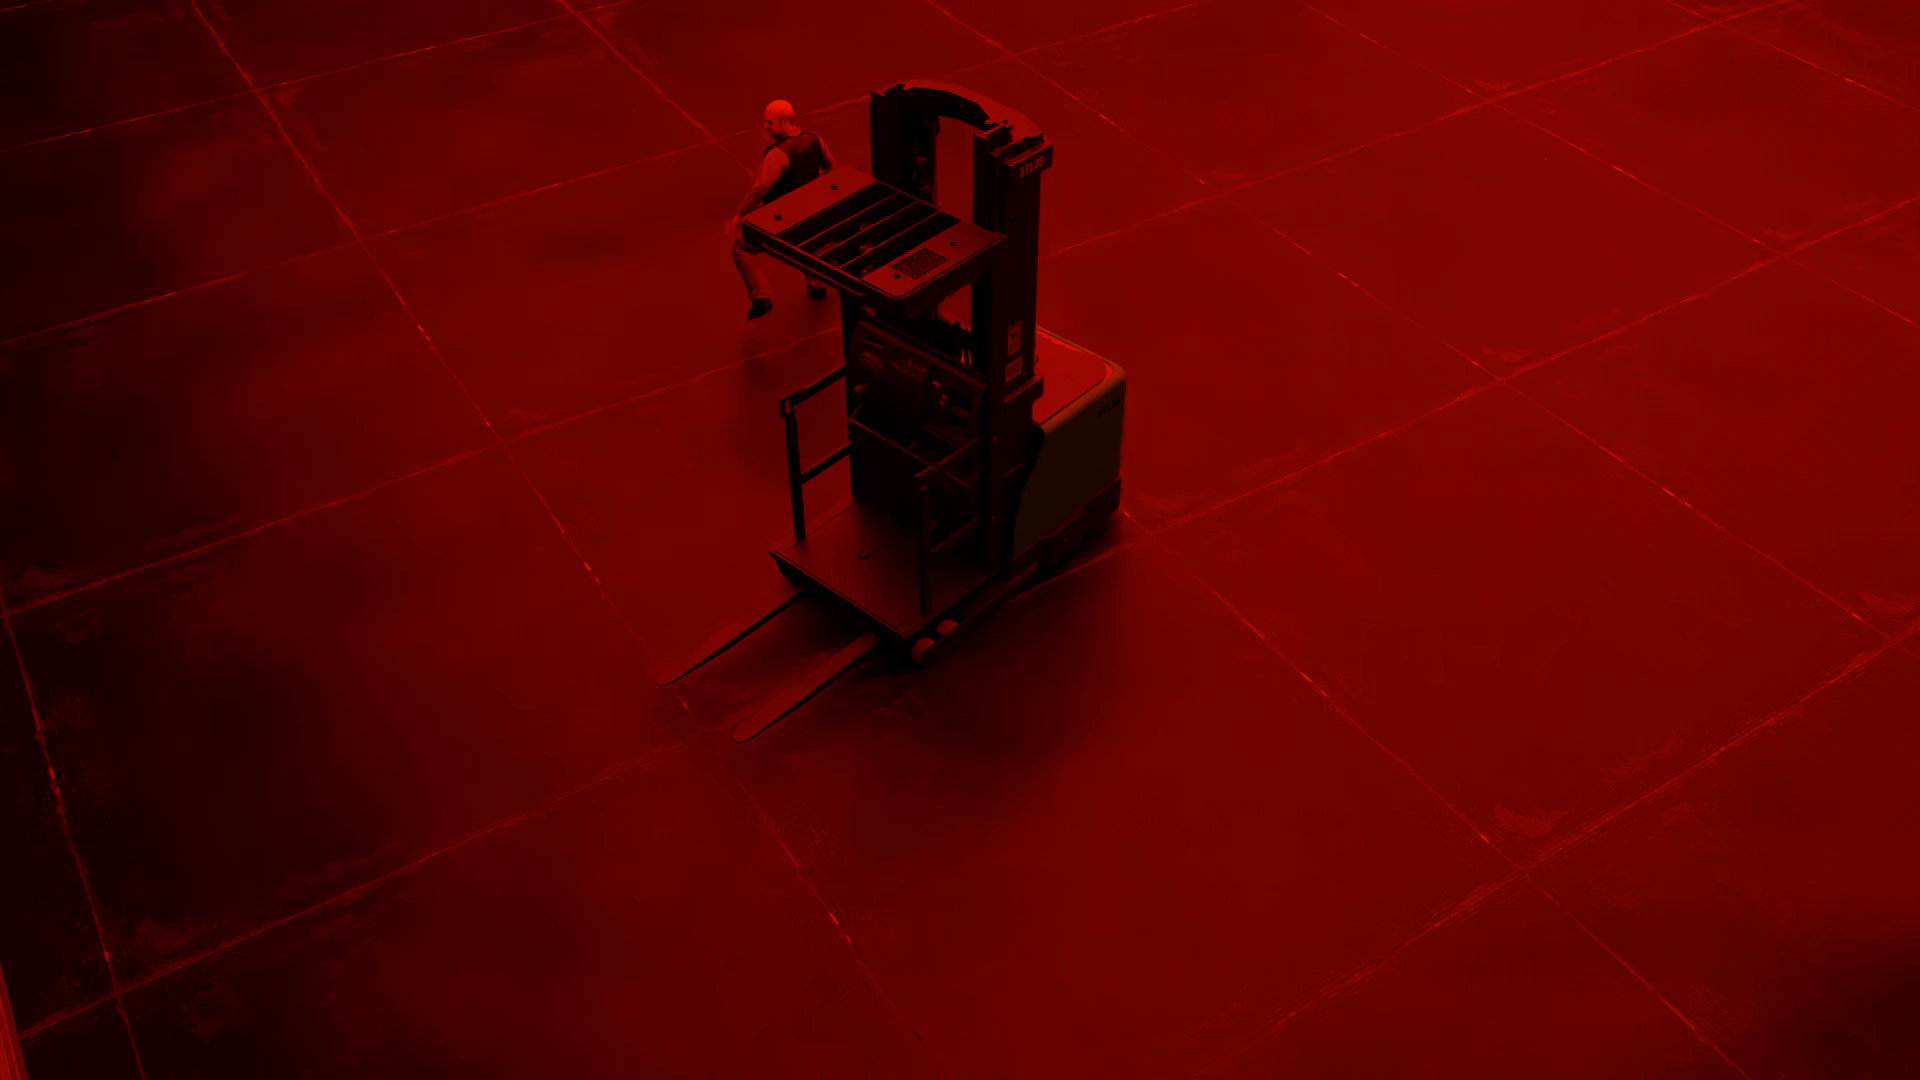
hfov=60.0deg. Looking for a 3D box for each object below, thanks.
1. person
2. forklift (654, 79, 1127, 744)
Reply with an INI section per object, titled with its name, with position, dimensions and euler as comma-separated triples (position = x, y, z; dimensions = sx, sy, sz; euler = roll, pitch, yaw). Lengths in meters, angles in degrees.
[person]
position = -1.183, -2.306, 11.570
dimensions = 1.047, 1.603, 0.503
euler = -31, 50, -30
[forklift]
position = -0.378, -0.775, 8.758
dimensions = 1.130, 2.935, 3.031
euler = 31, 50, 30
